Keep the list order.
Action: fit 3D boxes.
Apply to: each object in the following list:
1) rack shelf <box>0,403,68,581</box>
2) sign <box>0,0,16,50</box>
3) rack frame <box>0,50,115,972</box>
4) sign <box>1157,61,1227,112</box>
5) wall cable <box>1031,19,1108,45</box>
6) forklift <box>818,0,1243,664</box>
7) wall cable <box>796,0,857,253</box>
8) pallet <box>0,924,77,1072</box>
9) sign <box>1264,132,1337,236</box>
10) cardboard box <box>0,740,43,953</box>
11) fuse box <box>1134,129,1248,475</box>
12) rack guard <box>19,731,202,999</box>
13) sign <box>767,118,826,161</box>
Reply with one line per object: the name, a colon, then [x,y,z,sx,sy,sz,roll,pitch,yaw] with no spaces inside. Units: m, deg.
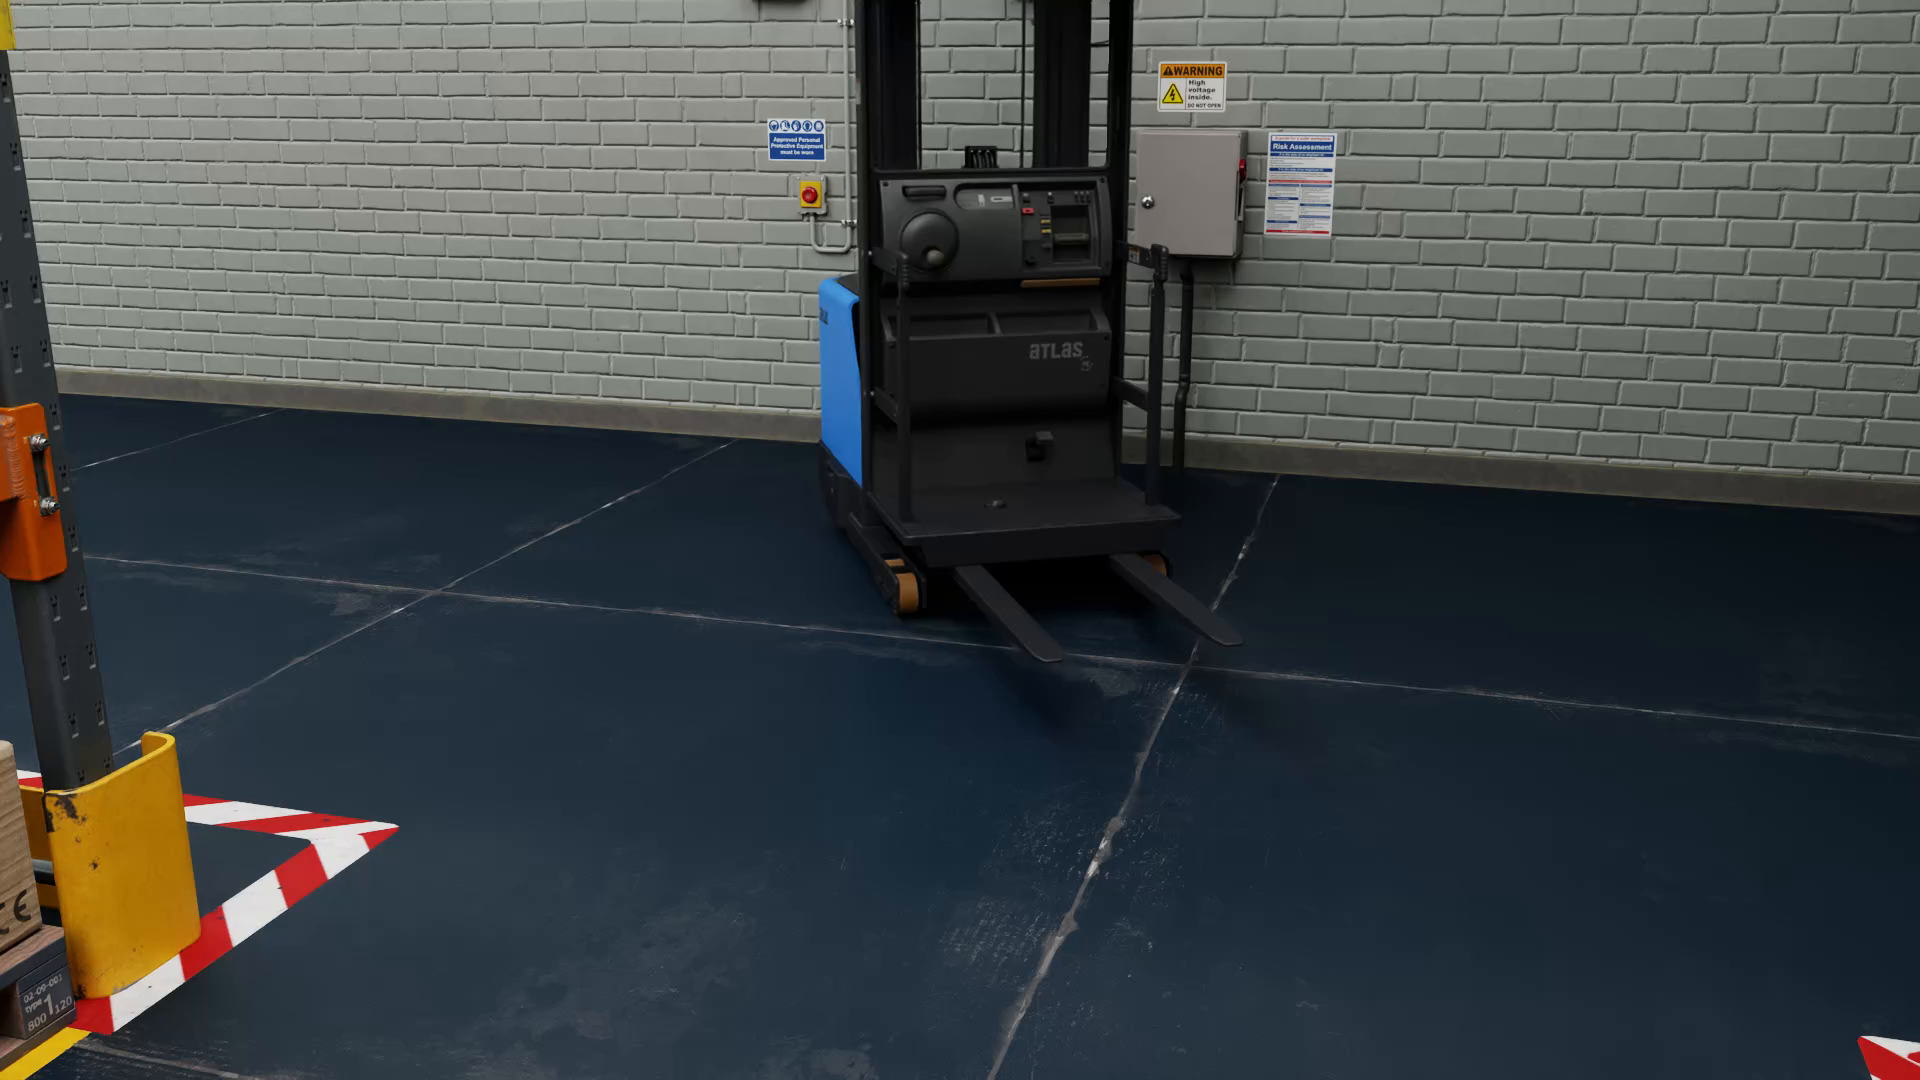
rack shelf: [-2.987,0.372,1.839,1.077,0.370,4.000,5,16,16]
sign: [-1.902,-1.122,3.234,0.100,0.325,0.005,5,16,16]
rack frame: [-2.418,-0.497,3.585,1.000,3.000,0.127,5,16,16]
sign: [1.140,-2.229,8.177,0.339,0.242,0.001,5,16,16]
wall cable: [0.525,-2.356,8.277,0.588,1.984,0.122,5,16,16]
forklift: [0.202,-1.239,6.326,1.130,2.935,3.031,-4,16,-14]
wall cable: [-0.838,-2.478,8.650,0.585,1.953,0.123,5,16,16]
pallet: [-2.571,1.060,3.207,1.003,0.211,1.213,5,16,16]
sign: [1.667,-1.743,8.153,0.329,0.494,0.001,5,16,16]
cardboard box: [-2.510,0.714,3.241,0.875,0.438,0.875,4,16,14]
fuse box: [1.134,-1.153,8.260,0.539,1.711,0.414,5,16,16]
rack guard: [-2.412,0.699,3.948,1.175,0.500,0.348,5,16,16]
sign: [-0.867,-2.124,8.825,0.327,0.218,0.001,5,16,16]
